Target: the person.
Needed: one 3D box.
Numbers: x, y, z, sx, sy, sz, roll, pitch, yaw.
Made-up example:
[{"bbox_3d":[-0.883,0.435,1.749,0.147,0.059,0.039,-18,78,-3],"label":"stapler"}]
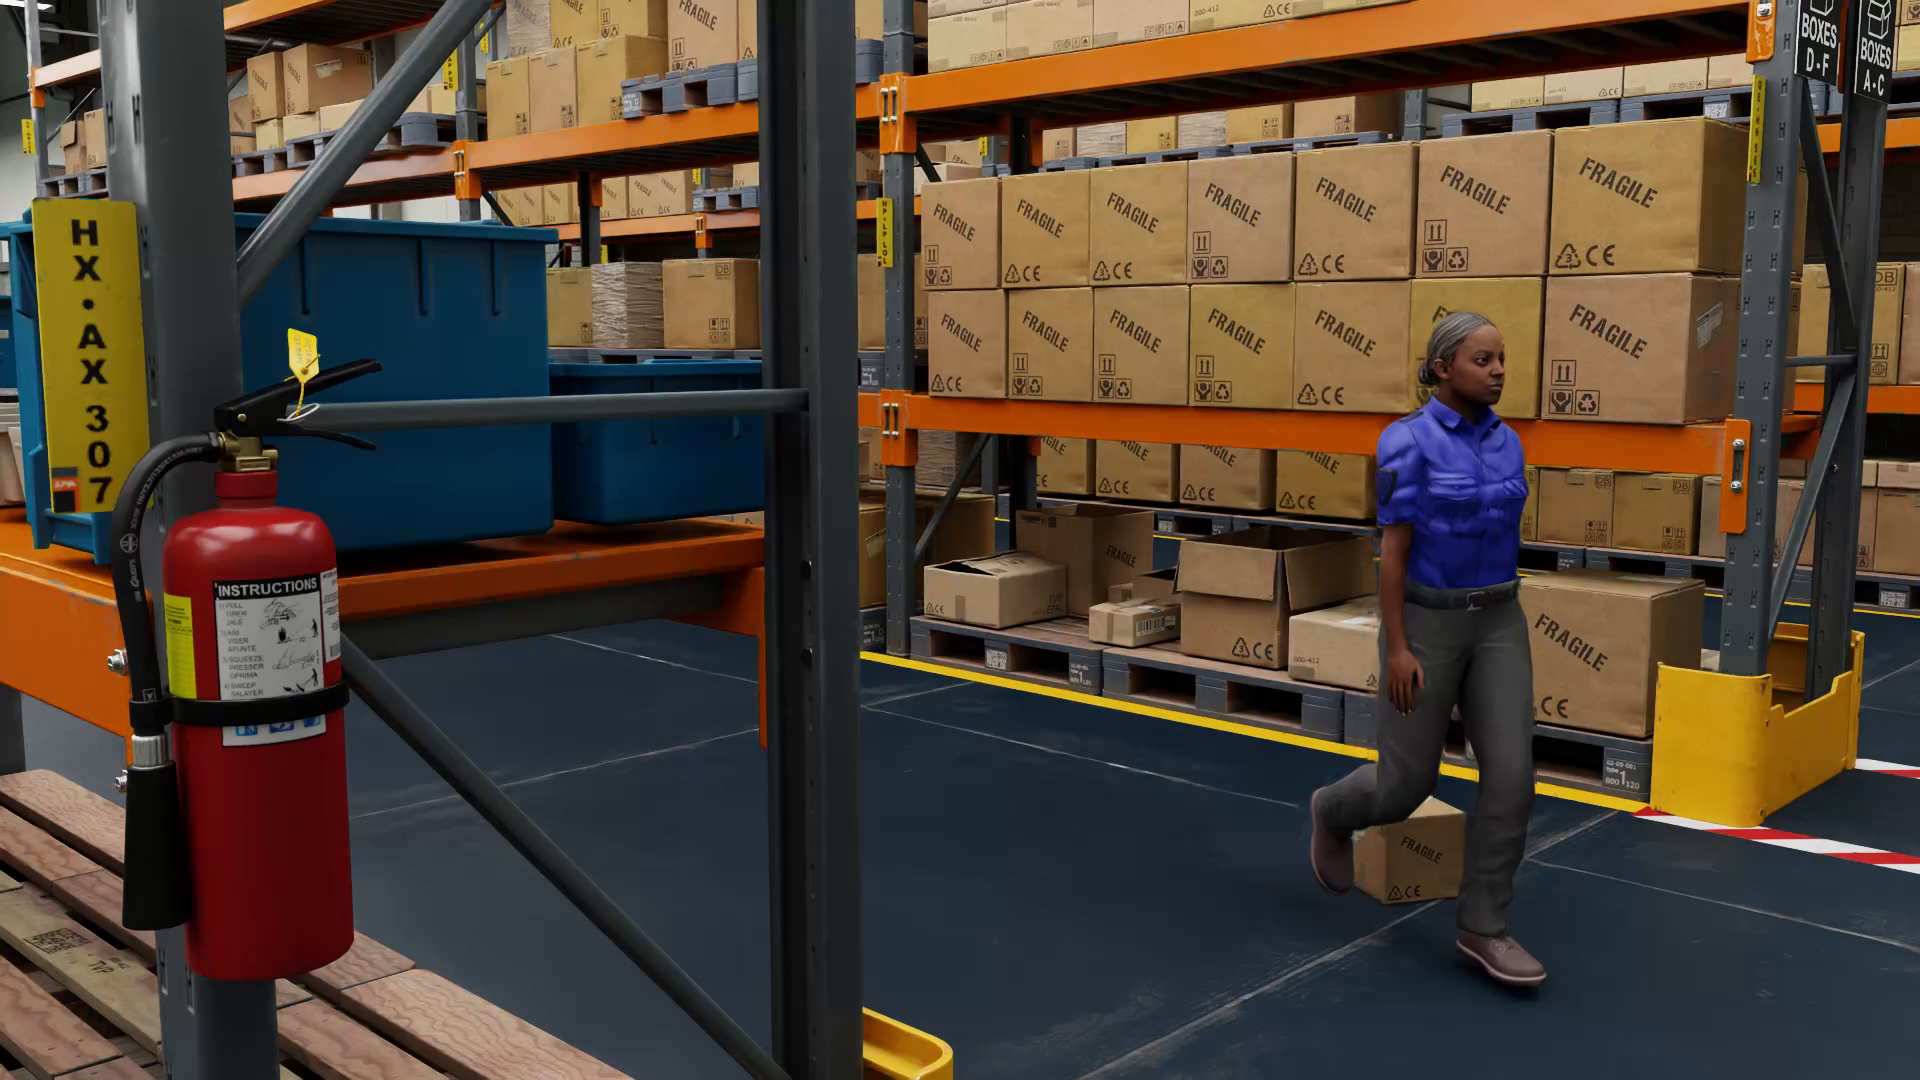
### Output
[{"bbox_3d":[1.219,0.240,4.240,0.444,1.628,0.736,-2,8,-18],"label":"person"}]
